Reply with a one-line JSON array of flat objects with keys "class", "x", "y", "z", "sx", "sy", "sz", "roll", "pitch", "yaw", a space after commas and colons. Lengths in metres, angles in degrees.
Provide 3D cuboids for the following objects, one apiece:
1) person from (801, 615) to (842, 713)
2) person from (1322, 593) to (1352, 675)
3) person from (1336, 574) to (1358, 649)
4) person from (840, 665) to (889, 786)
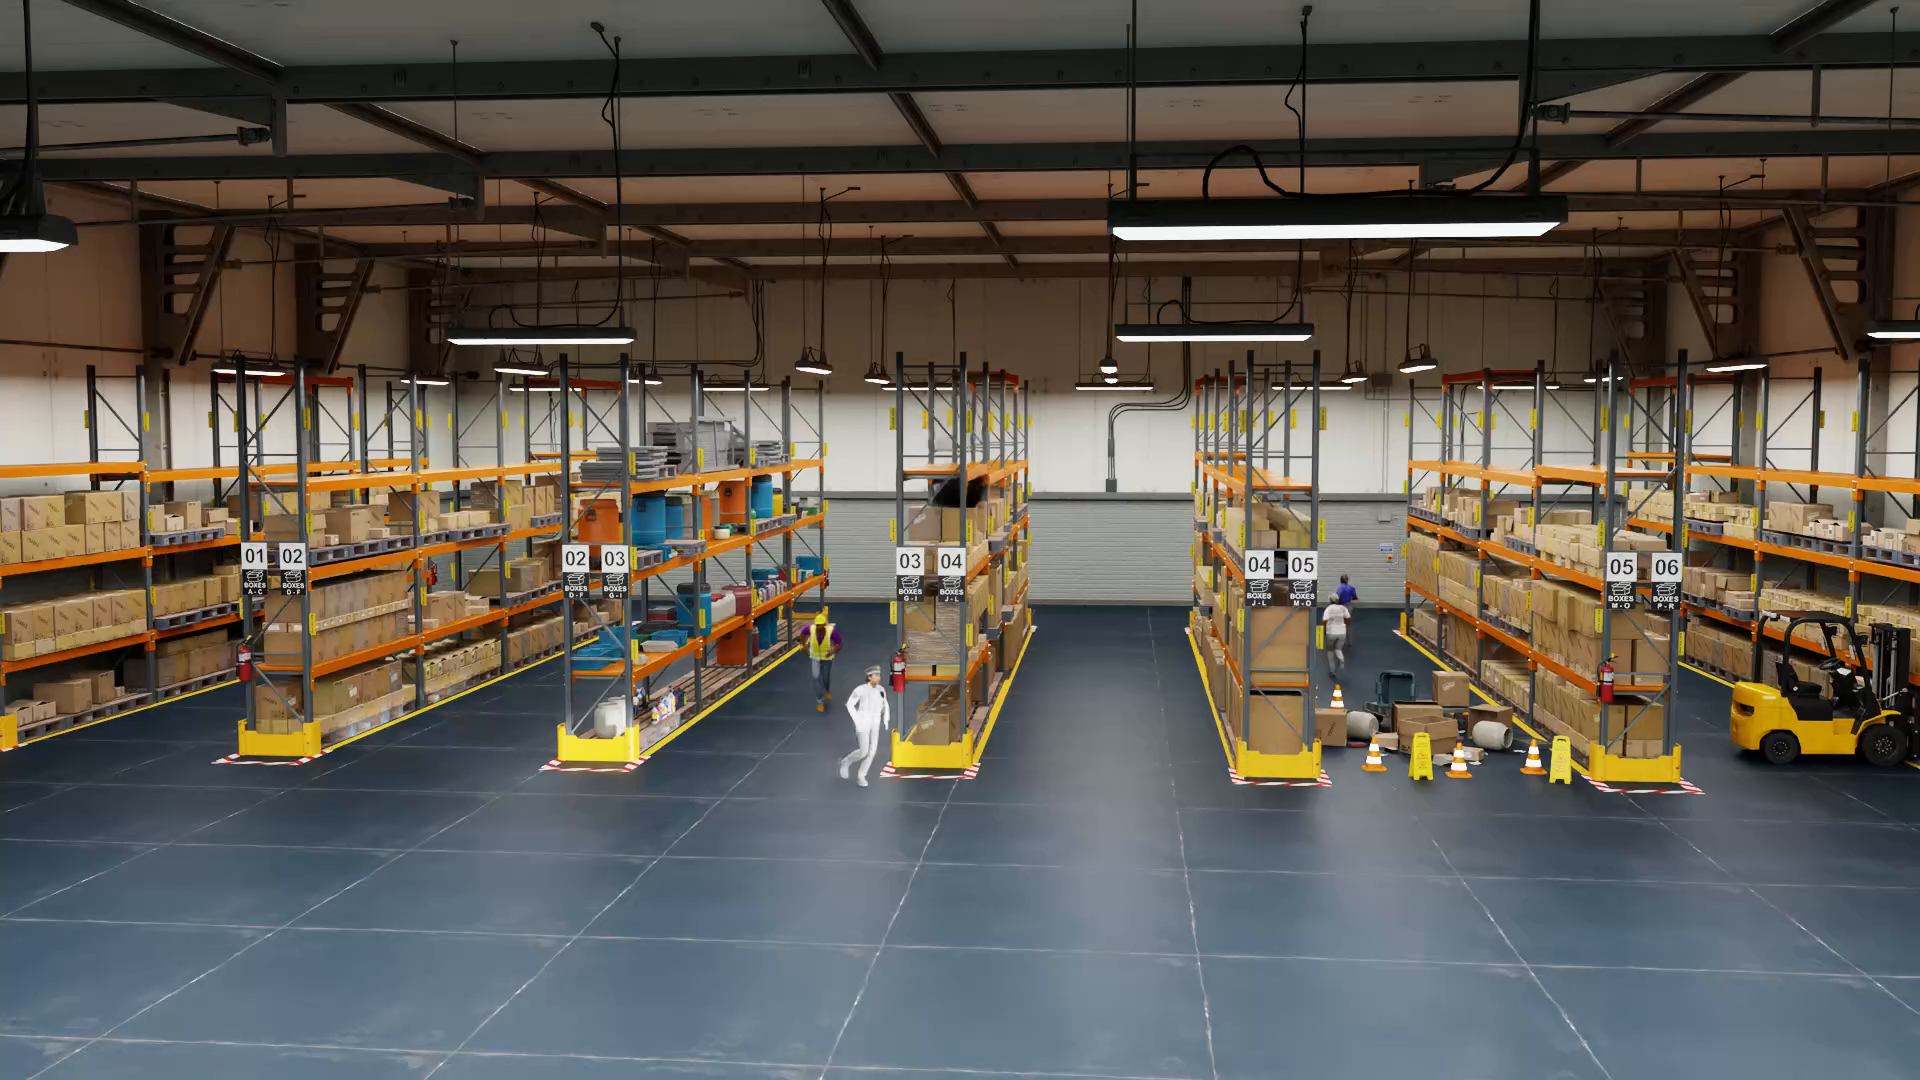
[{"class": "person", "x": -2.409, "y": 2.119, "z": 29.091, "sx": 0.745, "sy": 1.714, "sz": 1.062, "roll": 0, "pitch": 4, "yaw": 4}, {"class": "person", "x": 7.405, "y": 1.872, "z": 32.763, "sx": 0.602, "sy": 1.647, "sz": 0.564, "roll": -1, "pitch": 4, "yaw": -10}, {"class": "person", "x": 8.450, "y": 1.641, "z": 36.377, "sx": 0.555, "sy": 1.623, "sz": 0.816, "roll": 0, "pitch": 4, "yaw": -6}, {"class": "person", "x": -1.280, "y": 2.547, "z": 23.072, "sx": 0.672, "sy": 1.636, "sz": 0.536, "roll": -3, "pitch": 5, "yaw": -37}]
